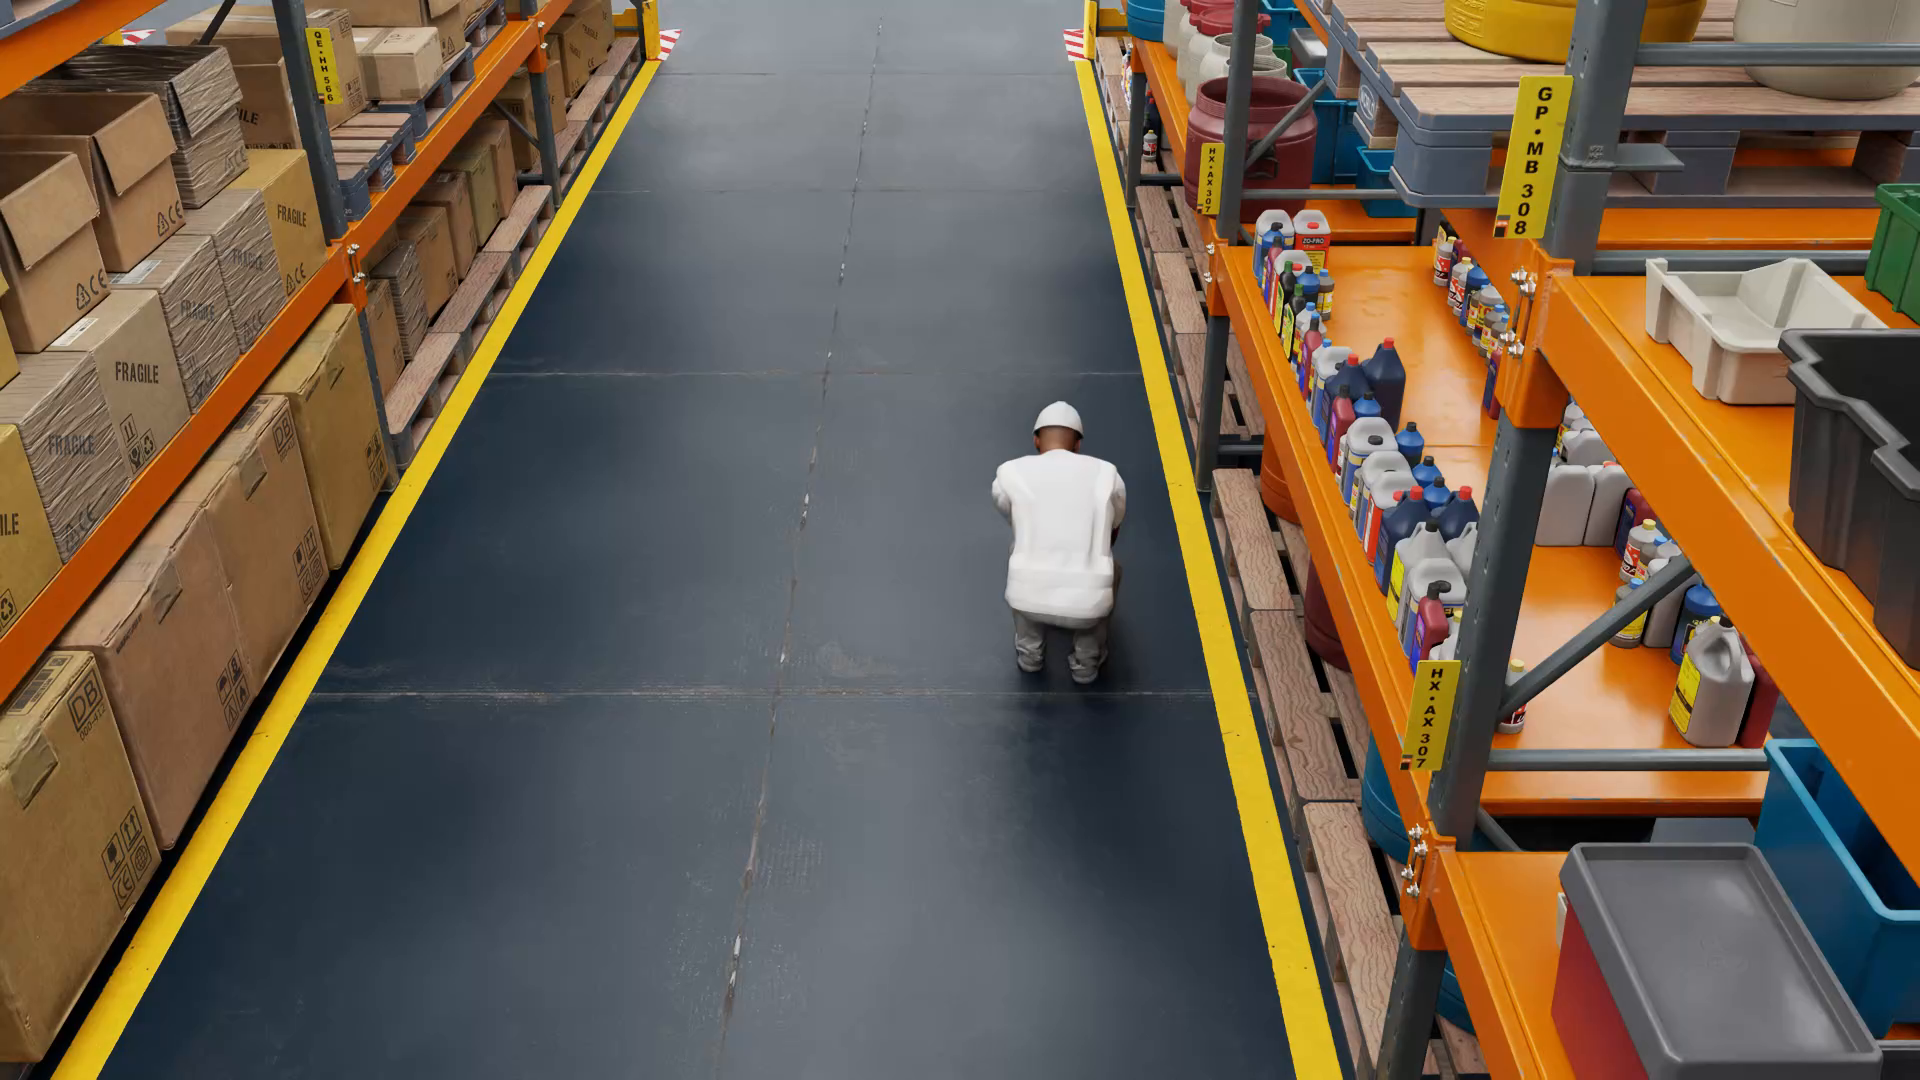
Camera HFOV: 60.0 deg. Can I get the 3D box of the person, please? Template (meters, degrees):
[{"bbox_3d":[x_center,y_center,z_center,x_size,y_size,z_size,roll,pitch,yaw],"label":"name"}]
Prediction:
[{"bbox_3d":[0.398,0.003,6.847,0.547,1.007,0.921,4,32,7],"label":"person"}]
